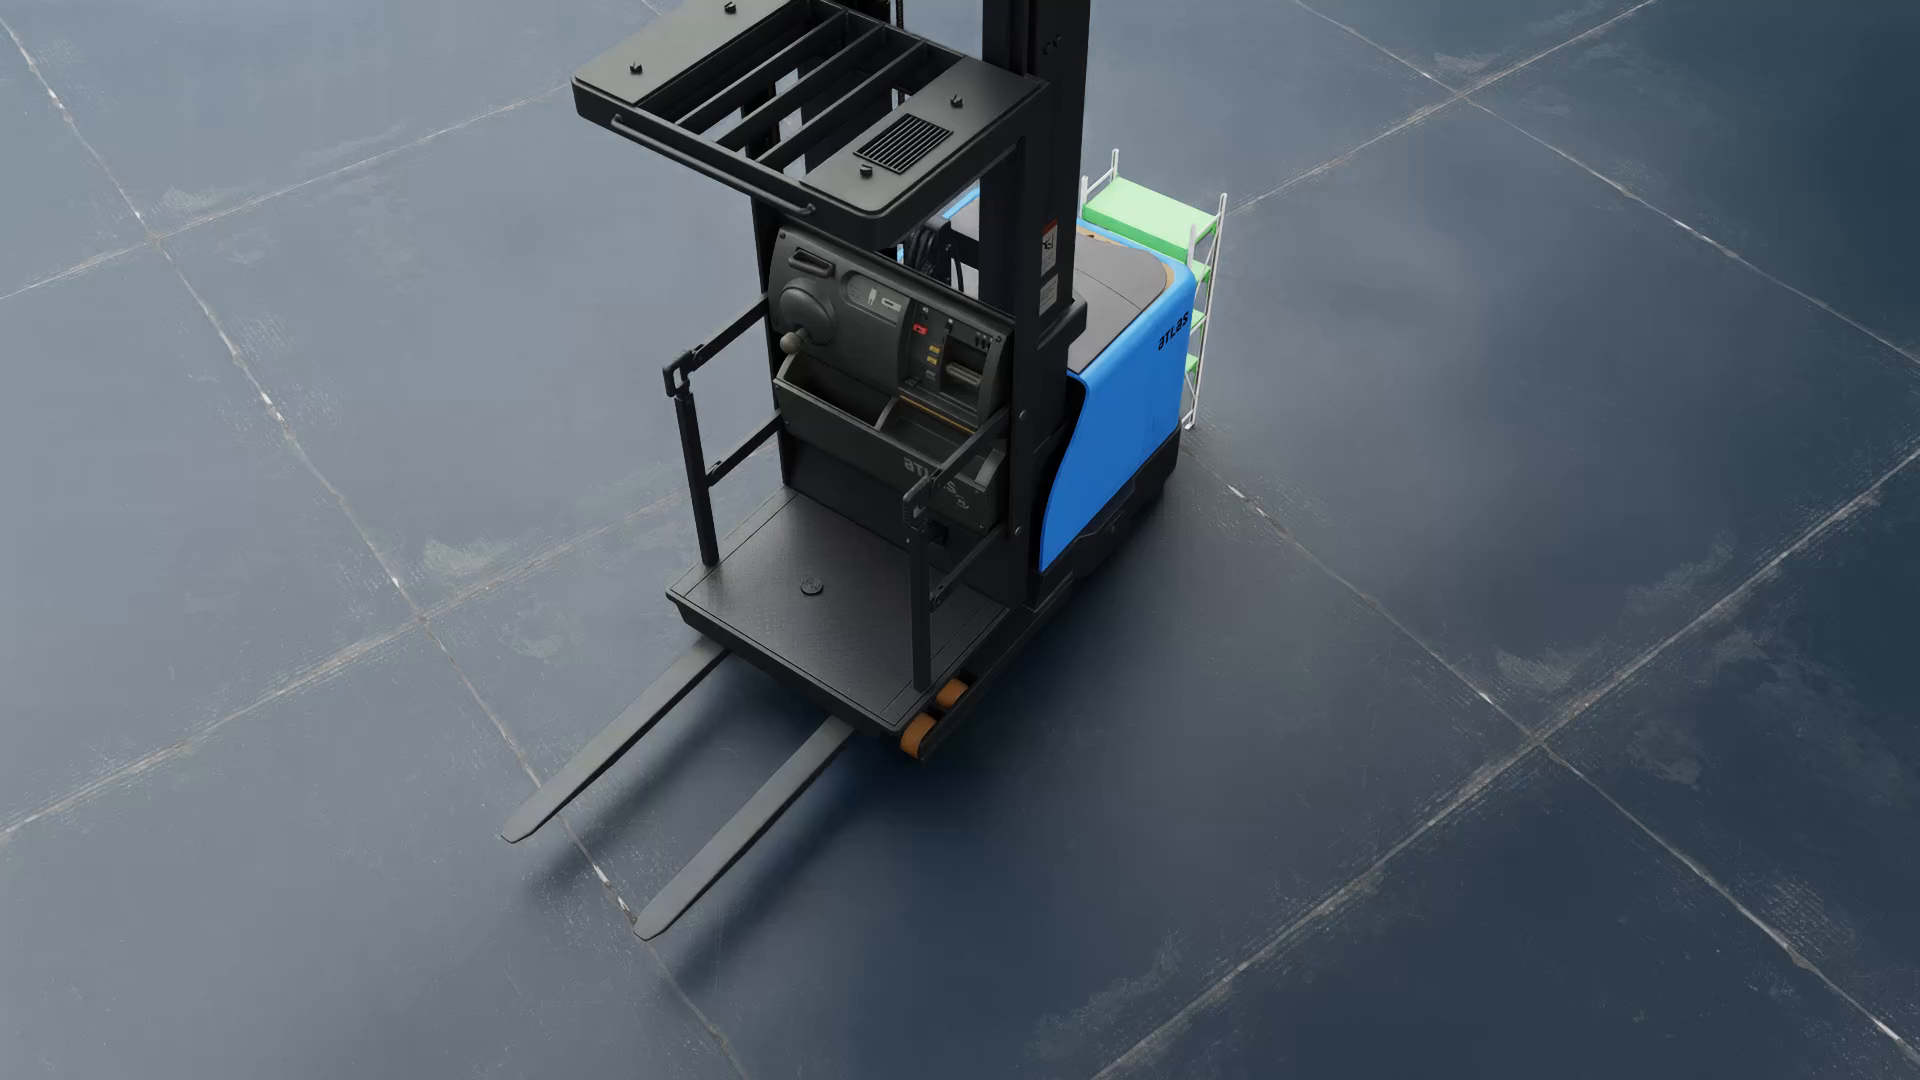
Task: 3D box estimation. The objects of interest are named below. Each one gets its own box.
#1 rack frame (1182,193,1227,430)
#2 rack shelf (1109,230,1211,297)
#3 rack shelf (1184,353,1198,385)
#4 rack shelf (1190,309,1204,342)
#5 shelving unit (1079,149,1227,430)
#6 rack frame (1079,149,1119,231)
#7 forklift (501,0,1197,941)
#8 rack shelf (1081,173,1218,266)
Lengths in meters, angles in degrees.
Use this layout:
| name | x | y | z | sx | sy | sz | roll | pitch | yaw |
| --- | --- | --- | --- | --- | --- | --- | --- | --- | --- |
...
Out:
| name | x | y | z | sx | sy | sz | roll | pitch | yaw |
| --- | --- | --- | --- | --- | --- | --- | --- | --- | --- |
| rack frame | 0.938 | -0.842 | 6.702 | 0.015 | 1.200 | 0.240 | 29 | 54 | 23 |
| rack shelf | 0.741 | -1.067 | 6.668 | 0.480 | 0.148 | 0.258 | 29 | 54 | 23 |
| rack shelf | 0.741 | -0.744 | 7.024 | 0.480 | 0.148 | 0.258 | 29 | 54 | 23 |
| rack shelf | 0.741 | -0.906 | 6.846 | 0.480 | 0.148 | 0.258 | 29 | 54 | 23 |
| shelving unit | 0.741 | -0.948 | 6.799 | 0.503 | 1.200 | 0.258 | 29 | 54 | 23 |
| rack frame | 0.545 | -1.055 | 6.896 | 0.015 | 1.200 | 0.240 | 29 | 54 | 23 |
| forklift | -0.373 | -0.608 | 5.322 | 1.130 | 2.935 | 3.031 | 29 | 54 | 23 |
| rack shelf | 0.741 | -1.228 | 6.491 | 0.480 | 0.148 | 0.258 | 29 | 54 | 23 |
